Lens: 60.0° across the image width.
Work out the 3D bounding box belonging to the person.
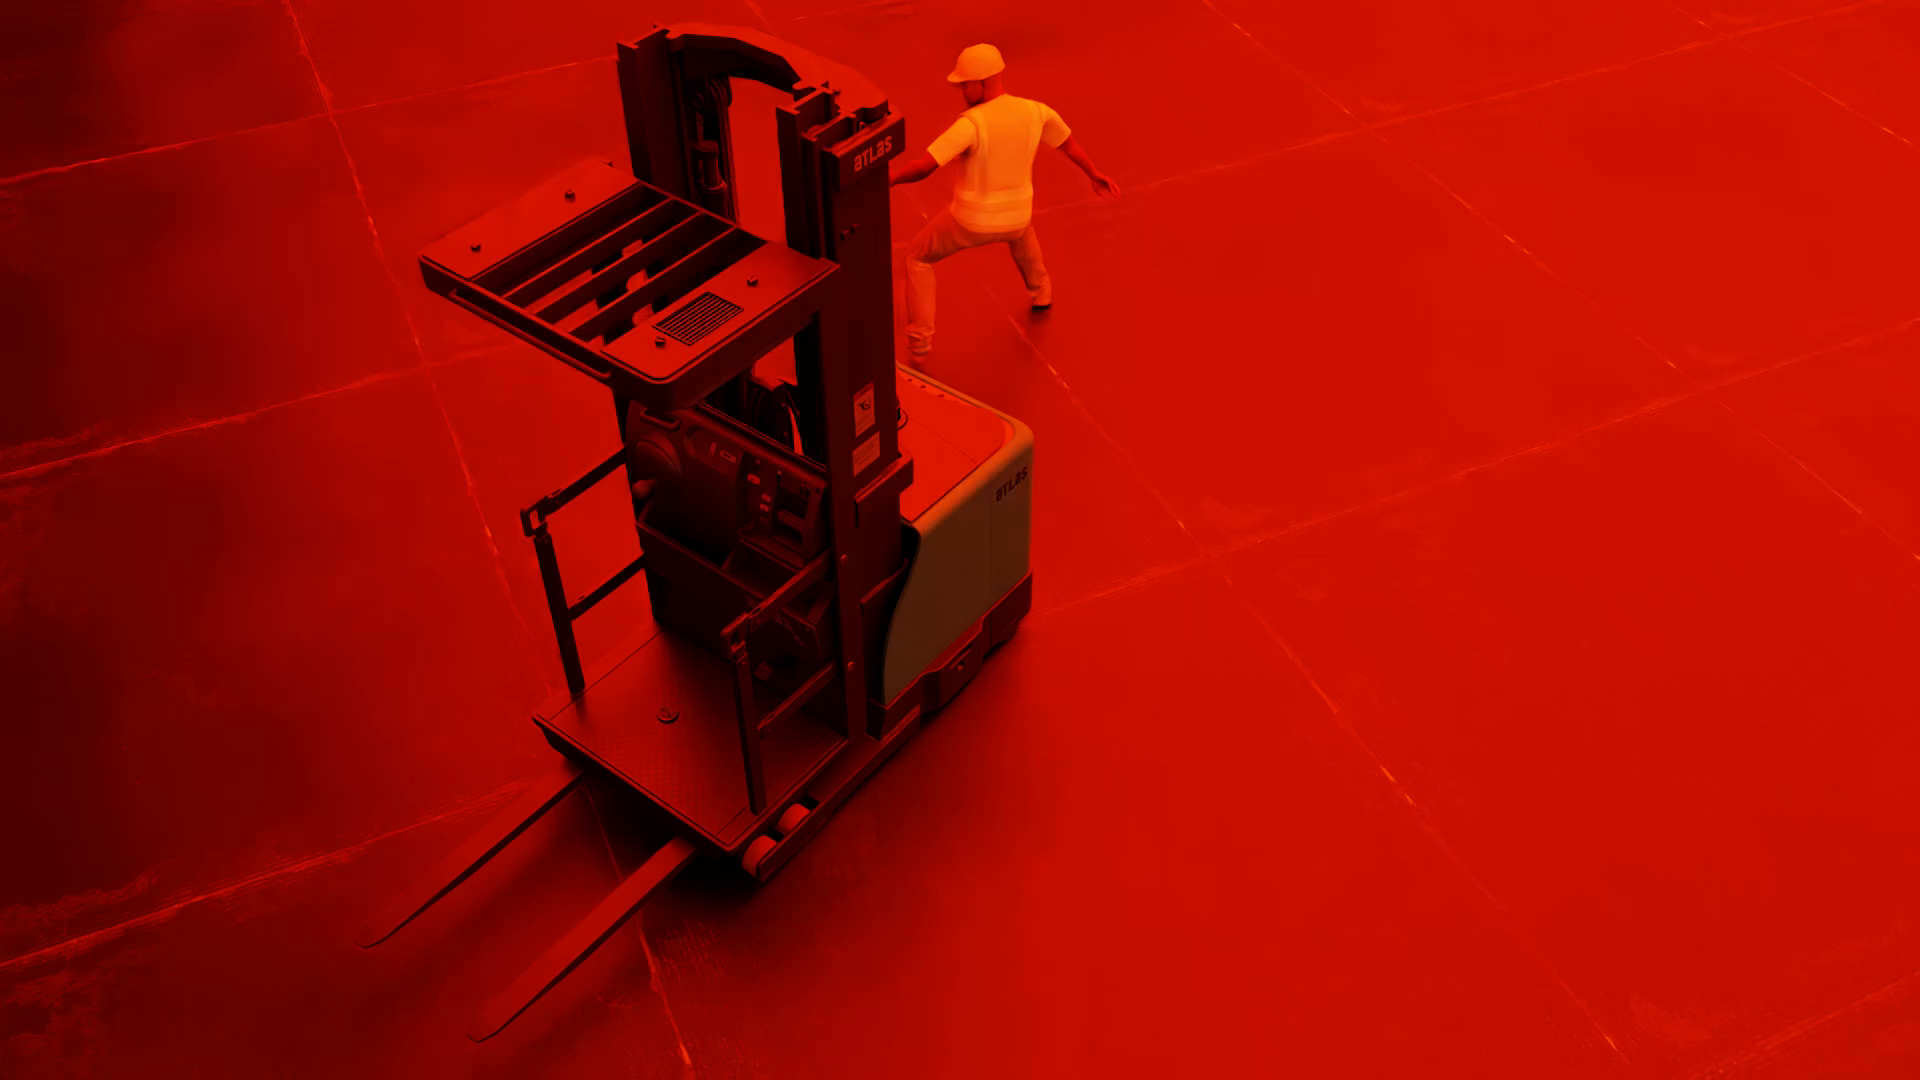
[{"bbox_3d":[0.199,-1.737,8.569,1.224,1.675,0.556,-17,46,-18],"label":"person"}]

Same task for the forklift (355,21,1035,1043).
[{"bbox_3d":[-0.981,-0.150,5.841,1.130,2.935,3.031,28,50,27],"label":"forklift"}]
